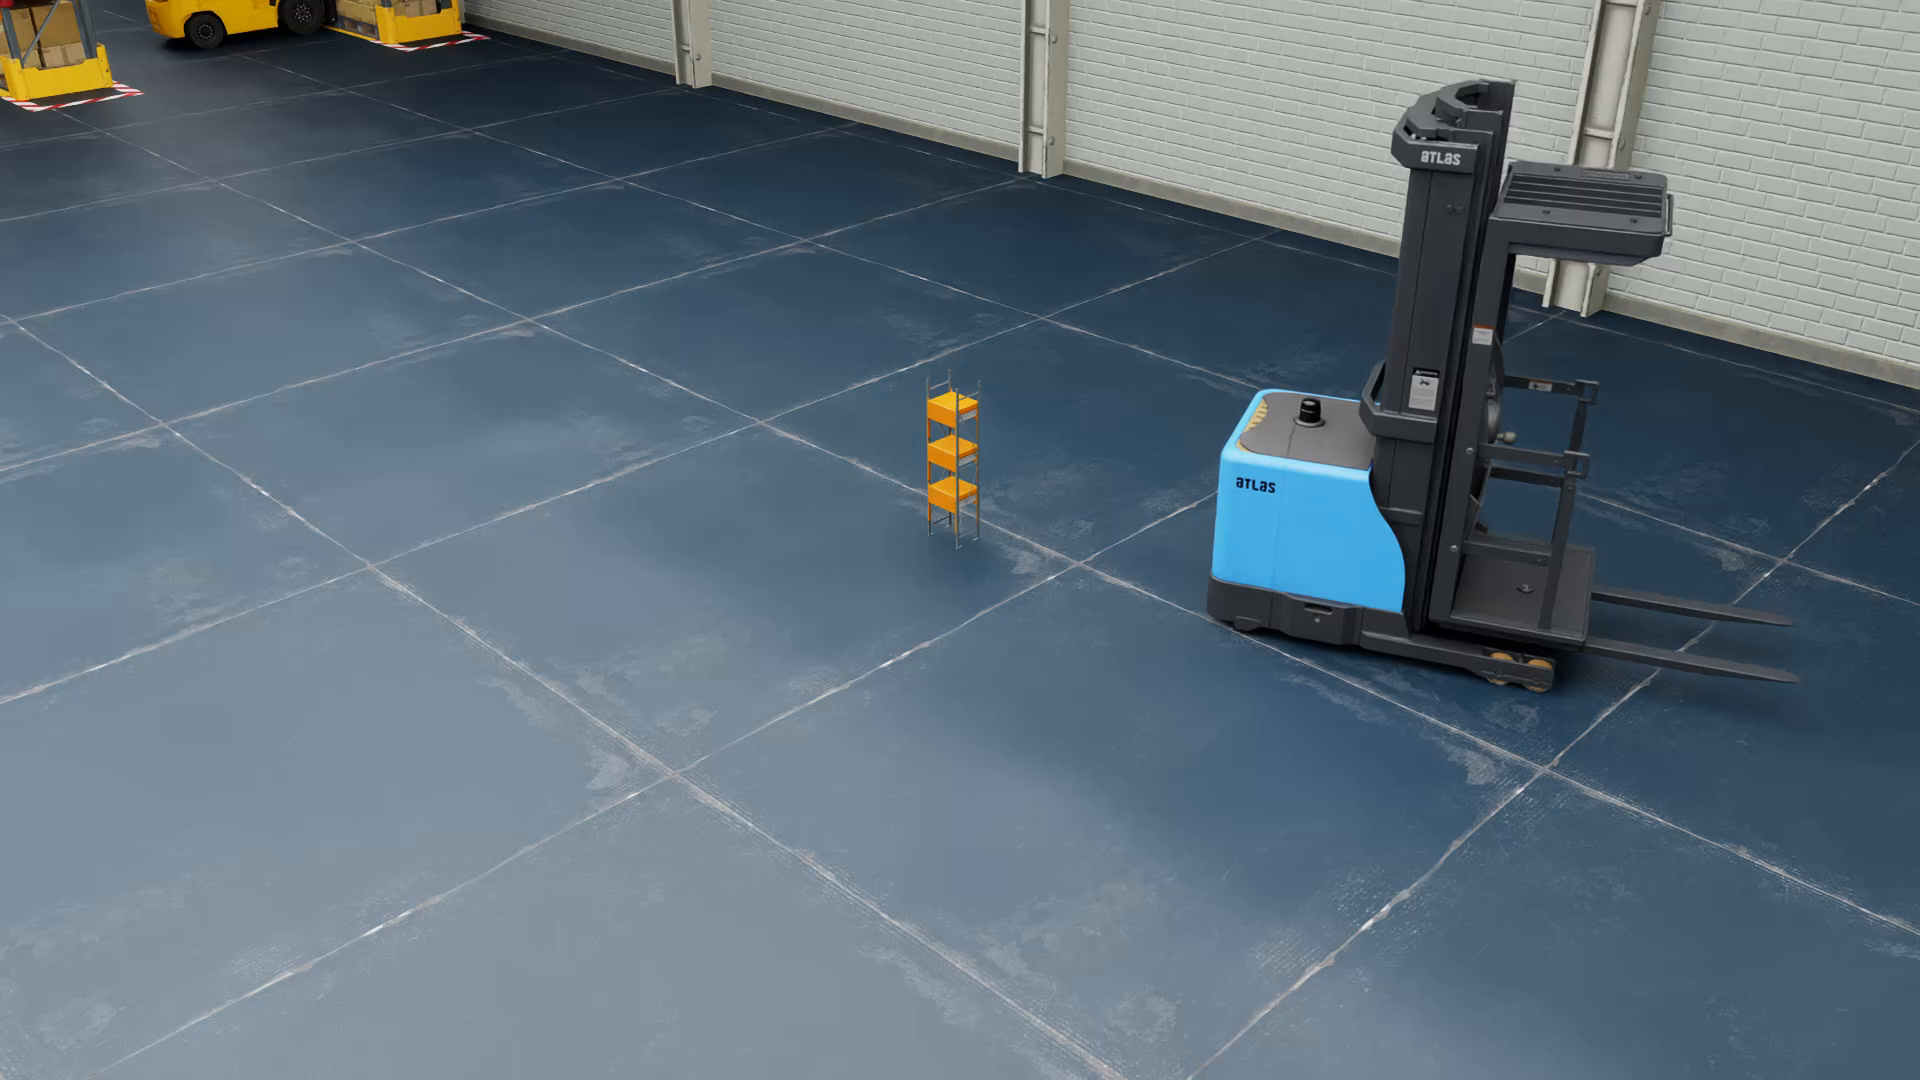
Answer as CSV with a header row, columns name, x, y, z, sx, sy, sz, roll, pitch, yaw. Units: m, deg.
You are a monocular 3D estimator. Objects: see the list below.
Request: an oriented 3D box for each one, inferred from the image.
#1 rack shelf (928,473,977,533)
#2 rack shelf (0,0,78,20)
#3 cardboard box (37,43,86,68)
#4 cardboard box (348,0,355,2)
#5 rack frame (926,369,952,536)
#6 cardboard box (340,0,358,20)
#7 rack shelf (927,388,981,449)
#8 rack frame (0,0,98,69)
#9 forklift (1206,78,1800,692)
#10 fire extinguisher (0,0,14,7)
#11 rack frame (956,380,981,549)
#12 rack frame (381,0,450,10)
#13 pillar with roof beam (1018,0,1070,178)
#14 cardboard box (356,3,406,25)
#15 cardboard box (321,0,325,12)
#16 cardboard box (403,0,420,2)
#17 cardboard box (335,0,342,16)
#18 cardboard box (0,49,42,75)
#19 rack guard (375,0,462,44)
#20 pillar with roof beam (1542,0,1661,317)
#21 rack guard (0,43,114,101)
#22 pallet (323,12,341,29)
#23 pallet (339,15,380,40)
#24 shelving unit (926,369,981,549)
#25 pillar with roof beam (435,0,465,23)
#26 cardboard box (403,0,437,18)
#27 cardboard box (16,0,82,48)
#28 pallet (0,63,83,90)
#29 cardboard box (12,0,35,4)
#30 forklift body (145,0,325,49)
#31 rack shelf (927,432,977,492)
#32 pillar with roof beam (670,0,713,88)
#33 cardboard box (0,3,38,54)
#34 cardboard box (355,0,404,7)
name,x,y,z,sx,sy,sz,roll,pitch,yaw
rack shelf,-0.038,-0.227,10.173,0.240,0.259,0.215,25,36,38
rack shelf,-12.729,-7.317,21.715,4.000,0.370,1.077,25,36,38
cardboard box,-11.684,-6.306,21.523,0.500,0.250,0.500,24,36,38
cardboard box,-8.742,-8.043,24.290,0.500,0.250,0.500,24,36,38
rack frame,-0.125,-0.522,10.115,0.008,1.050,0.200,25,36,38
cardboard box,-8.730,-7.814,24.390,0.500,0.250,0.500,25,36,38
rack shelf,-0.038,-0.724,9.912,0.240,0.259,0.215,25,36,38
rack frame,-11.303,-6.982,20.306,0.127,3.000,1.000,25,36,38
forklift,2.954,-0.780,8.585,3.031,2.935,1.130,10,29,19
fire extinguisher,-11.544,-6.758,19.962,0.183,0.674,0.296,25,36,38
rack frame,0.049,-0.442,9.963,0.008,1.050,0.200,25,36,38
rack frame,-7.825,-8.631,23.441,0.127,3.000,1.000,25,36,38
pillar with roof beam,-2.151,-6.468,12.882,0.400,9.000,9.100,25,36,38
cardboard box,-8.382,-7.648,24.076,0.500,0.250,0.500,25,37,39
cardboard box,-9.466,-8.142,25.014,0.500,0.250,0.500,-24,36,-38
cardboard box,-8.015,-8.043,24.290,0.500,0.250,0.500,-25,36,-38
cardboard box,-9.080,-7.980,24.706,0.500,0.250,0.500,-25,37,-39
cardboard box,-12.085,-6.134,21.195,0.500,0.250,0.500,24,36,38
rack guard,-7.808,-7.517,24.008,0.348,0.500,1.175,25,36,38
pillar with roof beam,2.127,-4.511,9.159,0.400,9.000,9.100,25,36,38
rack guard,-11.357,-5.901,20.935,0.348,0.500,1.175,25,36,38
pallet,-9.266,-8.030,25.295,1.213,0.211,1.003,25,36,38
pallet,-8.400,-7.632,24.538,1.213,0.211,1.003,25,36,38
shelving unit,-0.038,-0.482,10.039,0.252,1.050,0.215,25,36,38
pillar with roof beam,-10.708,-10.384,20.329,0.400,9.000,9.100,25,36,38
cardboard box,-8.038,-7.825,24.412,0.500,0.250,0.500,25,37,39
cardboard box,-11.701,-6.646,21.363,0.500,0.500,0.500,23,36,37
pallet,-11.911,-6.050,21.529,1.213,0.211,1.003,25,36,38
cardboard box,-12.077,-6.815,21.685,0.500,0.500,0.500,23,35,37
forklift body,-10.456,-8.269,23.664,1.214,2.155,2.313,25,36,38
rack shelf,-0.038,-0.473,10.044,0.240,0.259,0.215,25,36,38
pillar with roof beam,-6.430,-8.426,16.606,0.400,9.000,9.100,25,36,38
cardboard box,-12.057,-6.458,21.006,0.500,0.500,0.500,25,37,39
cardboard box,-8.391,-7.876,23.972,0.500,0.250,0.500,24,36,38
